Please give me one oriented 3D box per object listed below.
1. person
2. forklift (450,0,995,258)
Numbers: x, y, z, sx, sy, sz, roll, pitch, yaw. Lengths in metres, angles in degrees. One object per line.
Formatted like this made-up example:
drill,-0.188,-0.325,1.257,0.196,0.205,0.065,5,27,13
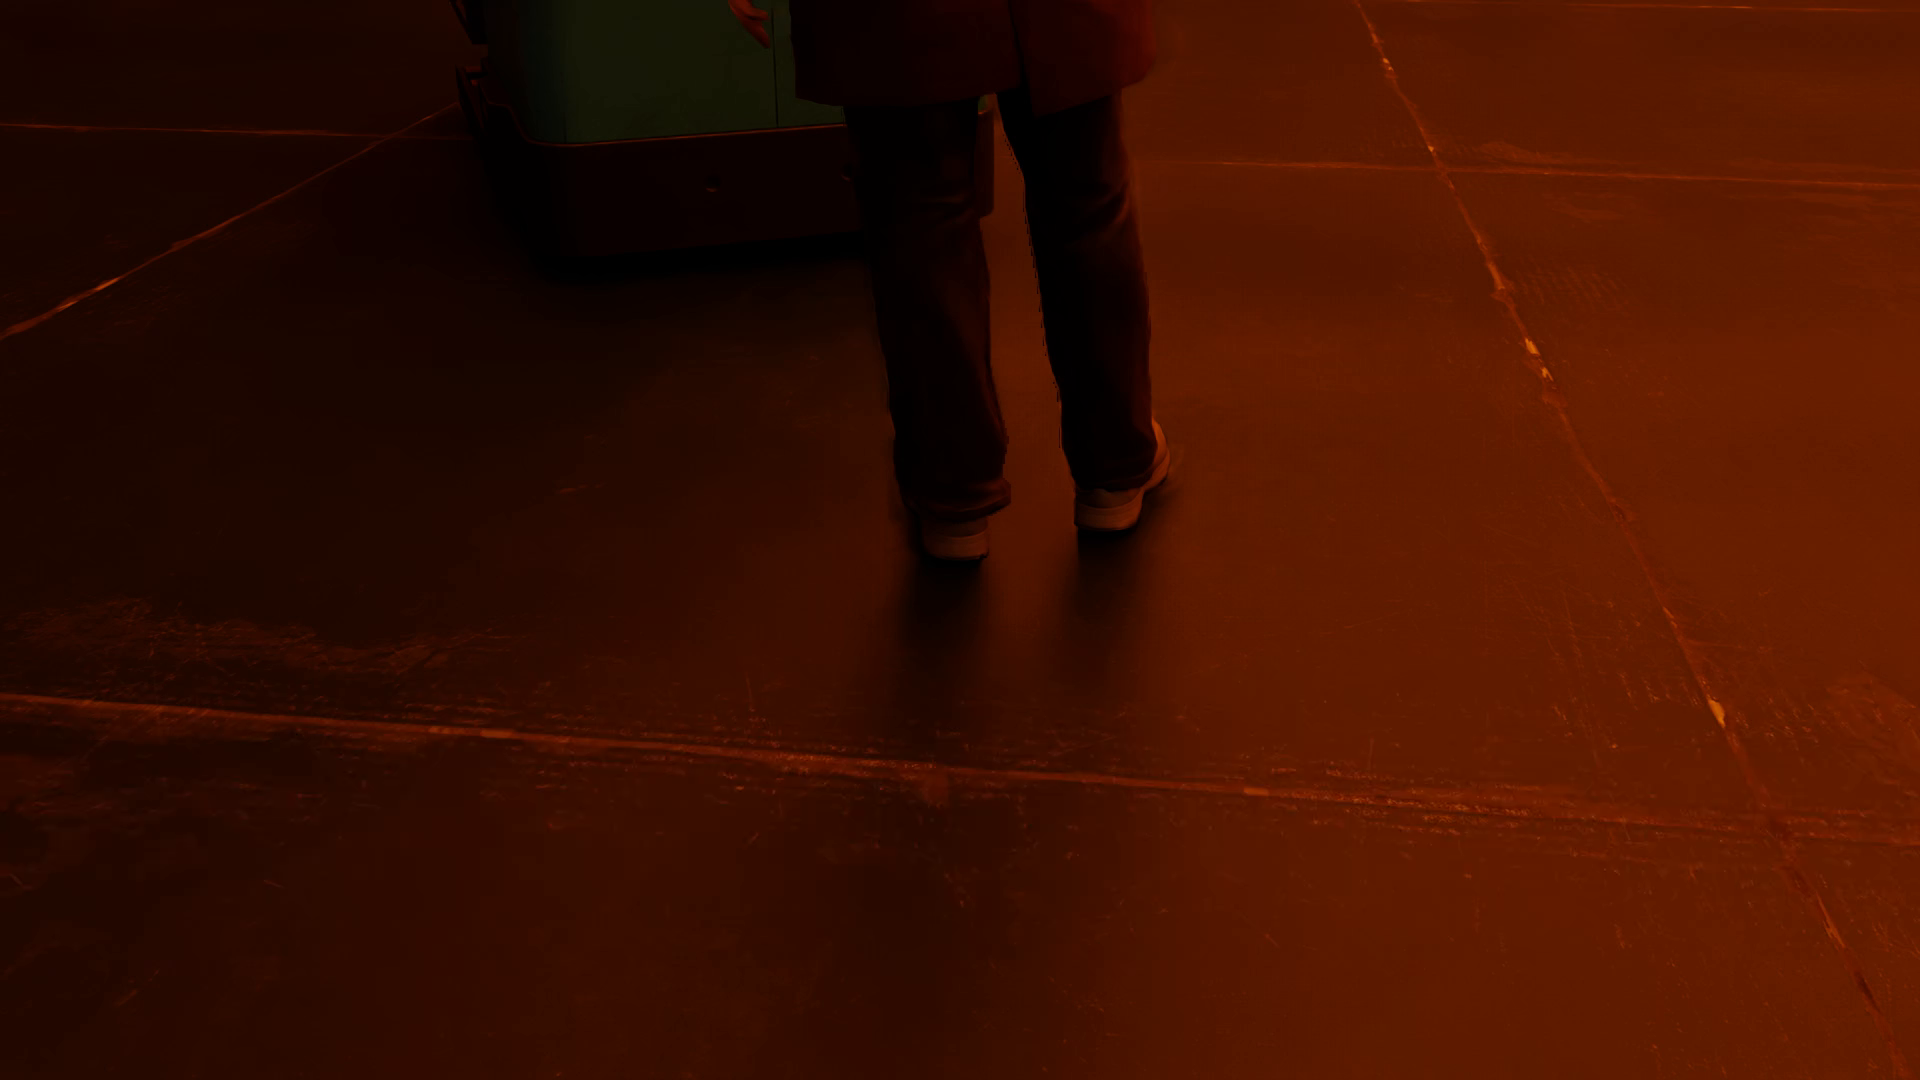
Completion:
person,0.024,-0.820,2.146,0.775,1.779,0.465,-9,28,-17
forklift,-0.889,-2.550,4.329,1.130,2.935,3.031,-9,28,-17
